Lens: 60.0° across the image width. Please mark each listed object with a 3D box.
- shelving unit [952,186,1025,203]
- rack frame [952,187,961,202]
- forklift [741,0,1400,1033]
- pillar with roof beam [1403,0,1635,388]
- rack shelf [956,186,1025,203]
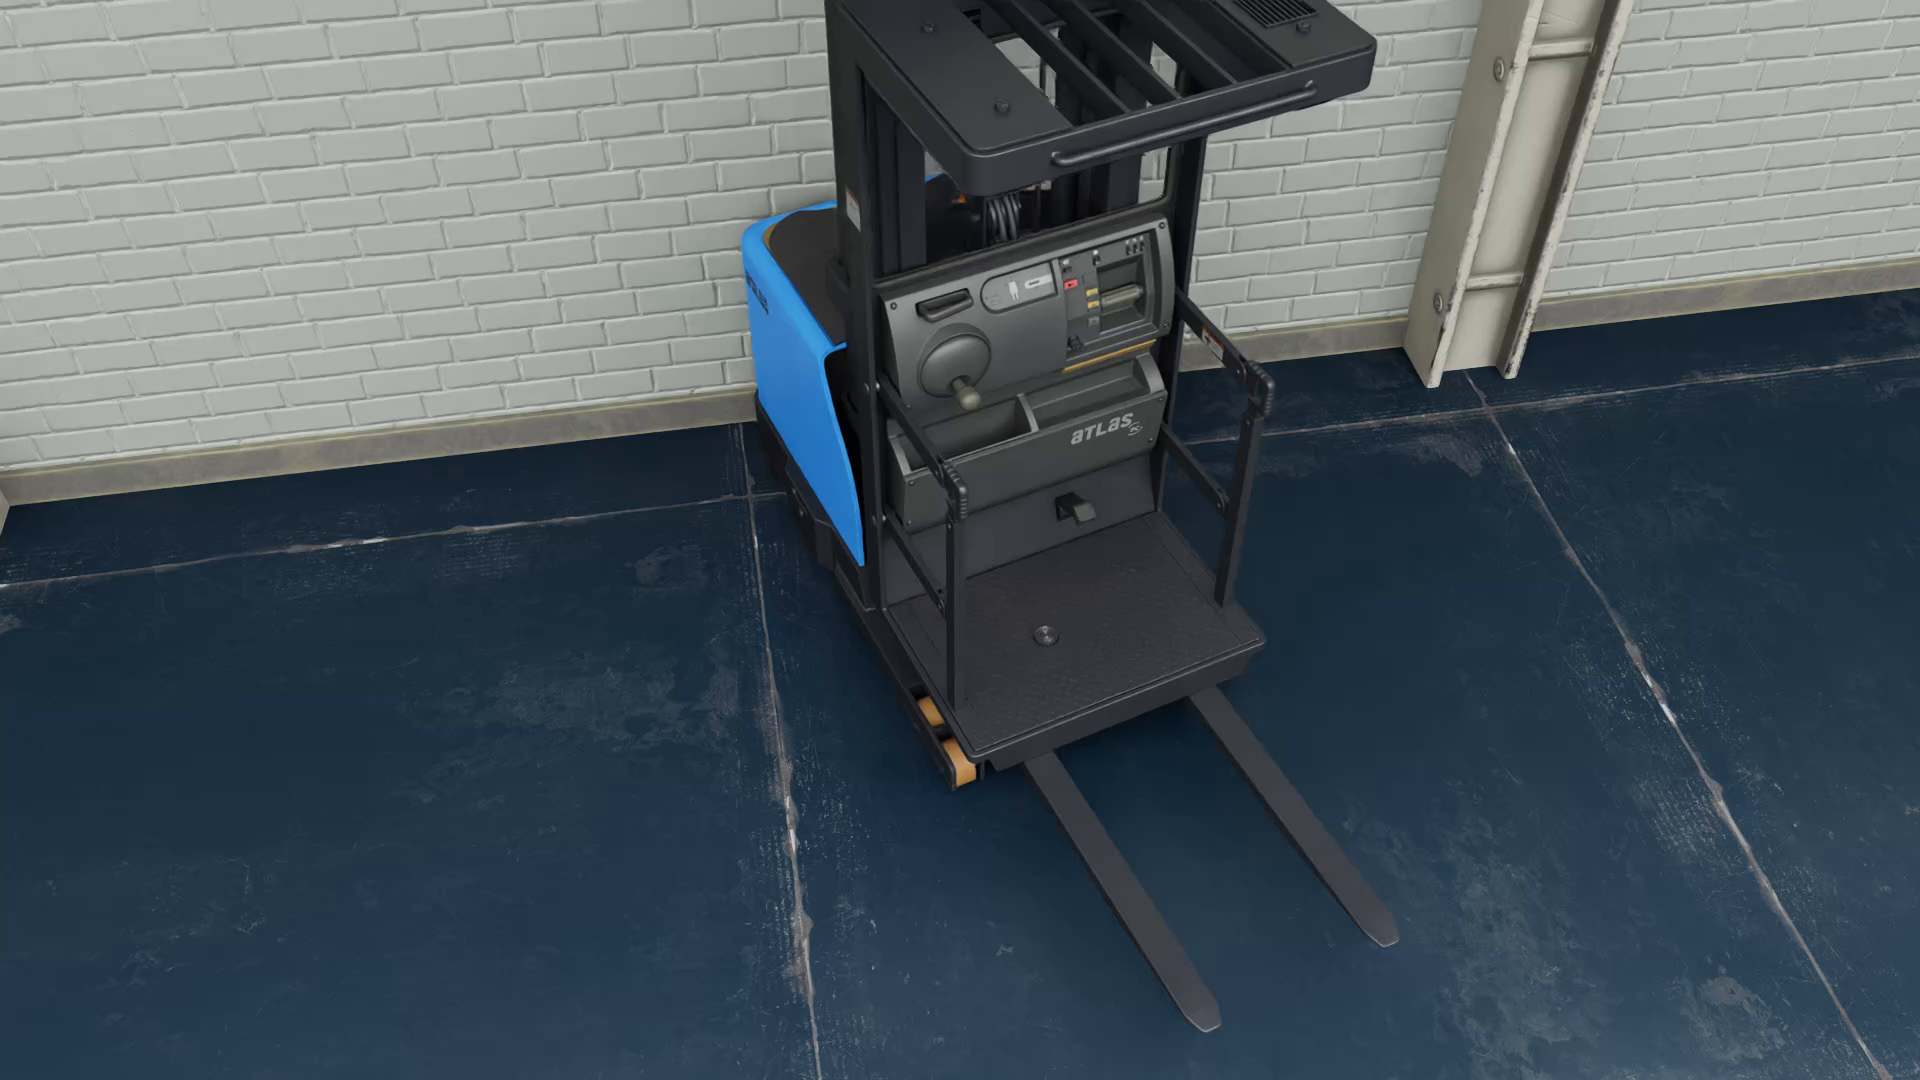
[{"bbox_3d":[0.026,-0.901,6.301,0.503,1.200,0.258,11,38,-20],"label":"shelving unit"},{"bbox_3d":[-0.198,-0.946,6.217,0.015,1.200,0.240,11,38,-20],"label":"rack frame"},{"bbox_3d":[0.314,-0.576,4.770,1.130,2.935,3.031,-19,49,-18],"label":"forklift"},{"bbox_3d":[2.826,-0.827,0.798,0.400,9.000,9.100,-7,46,-7],"label":"pillar with roof beam"},{"bbox_3d":[0.170,-1.188,6.075,0.480,0.148,0.258,11,38,-20],"label":"rack shelf"}]
